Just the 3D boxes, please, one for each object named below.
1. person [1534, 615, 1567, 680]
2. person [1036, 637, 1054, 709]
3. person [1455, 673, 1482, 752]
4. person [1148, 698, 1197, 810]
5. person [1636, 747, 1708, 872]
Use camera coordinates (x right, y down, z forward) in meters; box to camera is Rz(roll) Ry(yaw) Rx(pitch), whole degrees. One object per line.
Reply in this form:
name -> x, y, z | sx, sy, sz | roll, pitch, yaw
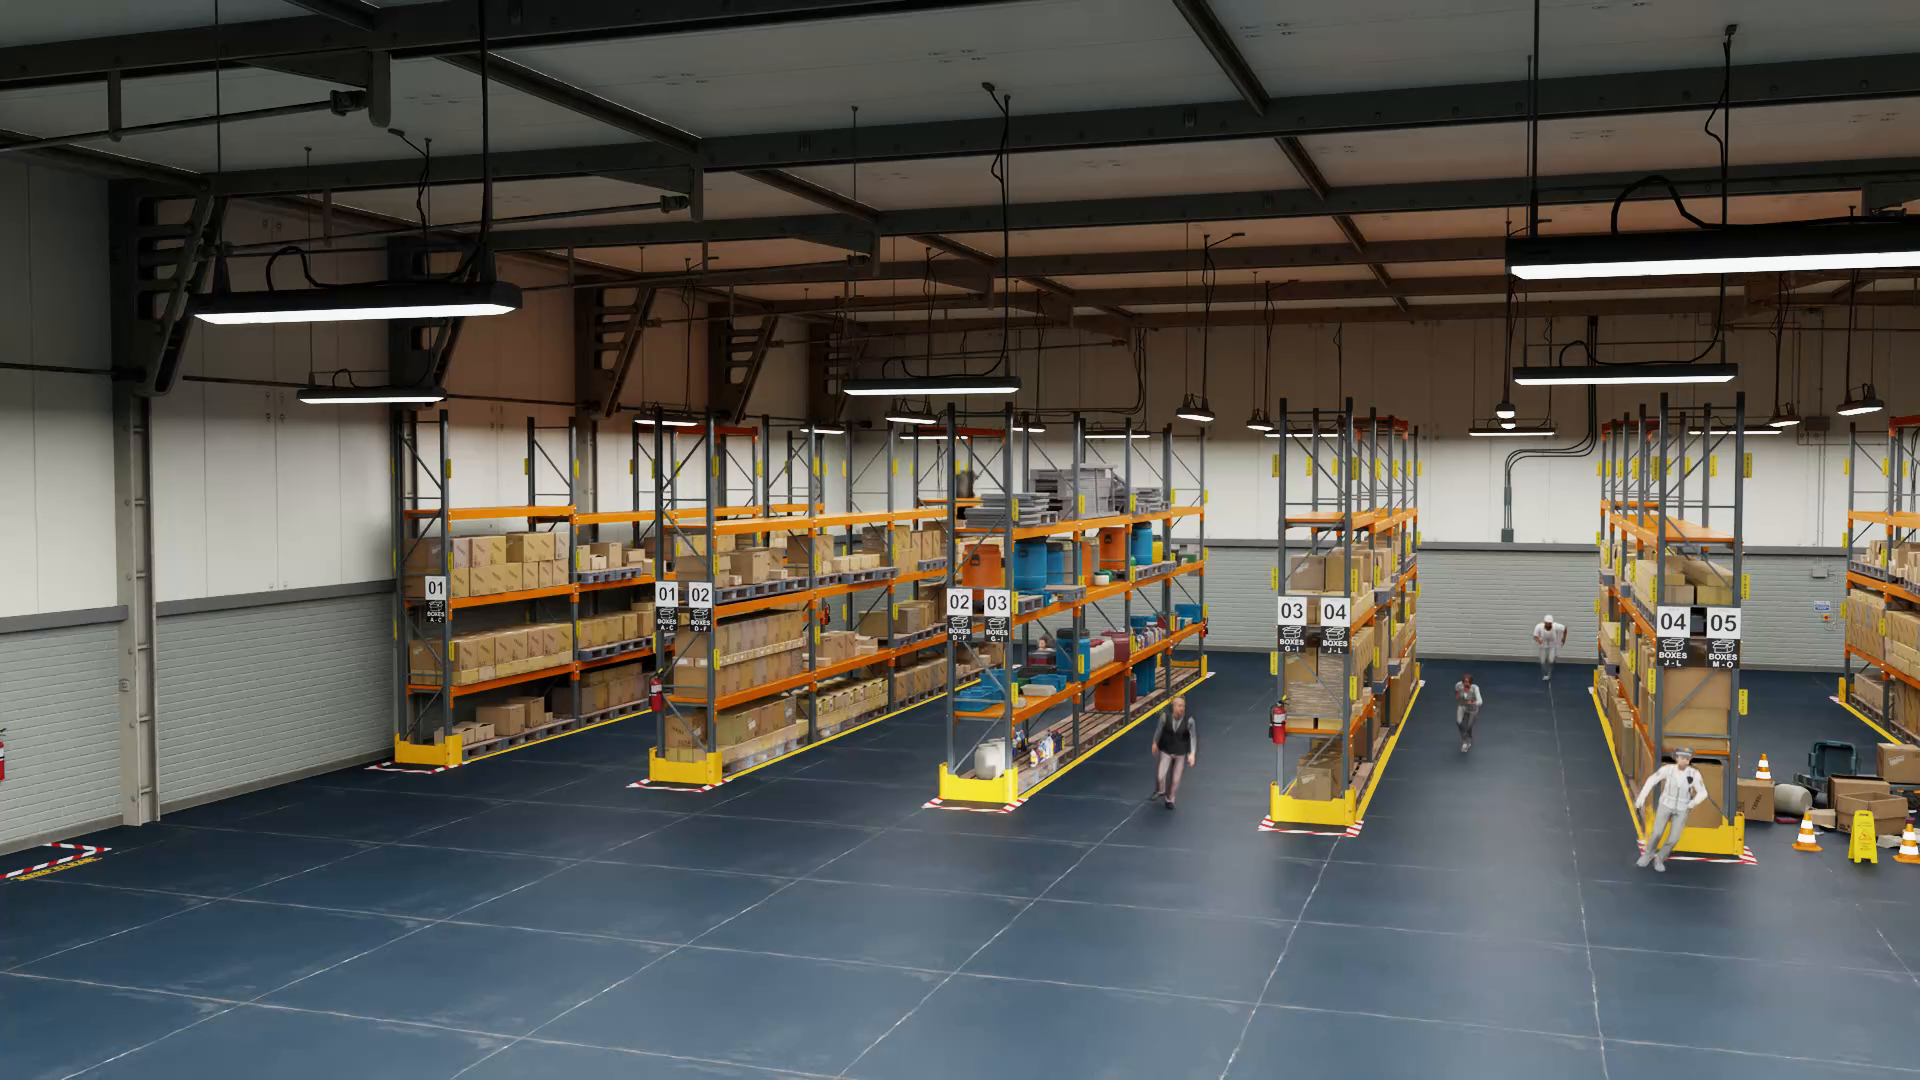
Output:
person -> 13.894, 2.535, 39.144 | 0.738, 1.577, 0.825 | 1, 3, 19
person -> 1.746, 2.747, 34.285 | 0.568, 1.538, 0.913 | 1, 3, 28
person -> 8.979, 3.020, 29.368 | 0.529, 1.401, 1.035 | 1, 3, 24
person -> 3.115, 3.119, 24.379 | 0.697, 1.671, 0.564 | 0, 2, 4
person -> 8.831, 3.346, 20.589 | 0.789, 1.607, 0.577 | 1, 3, 12
